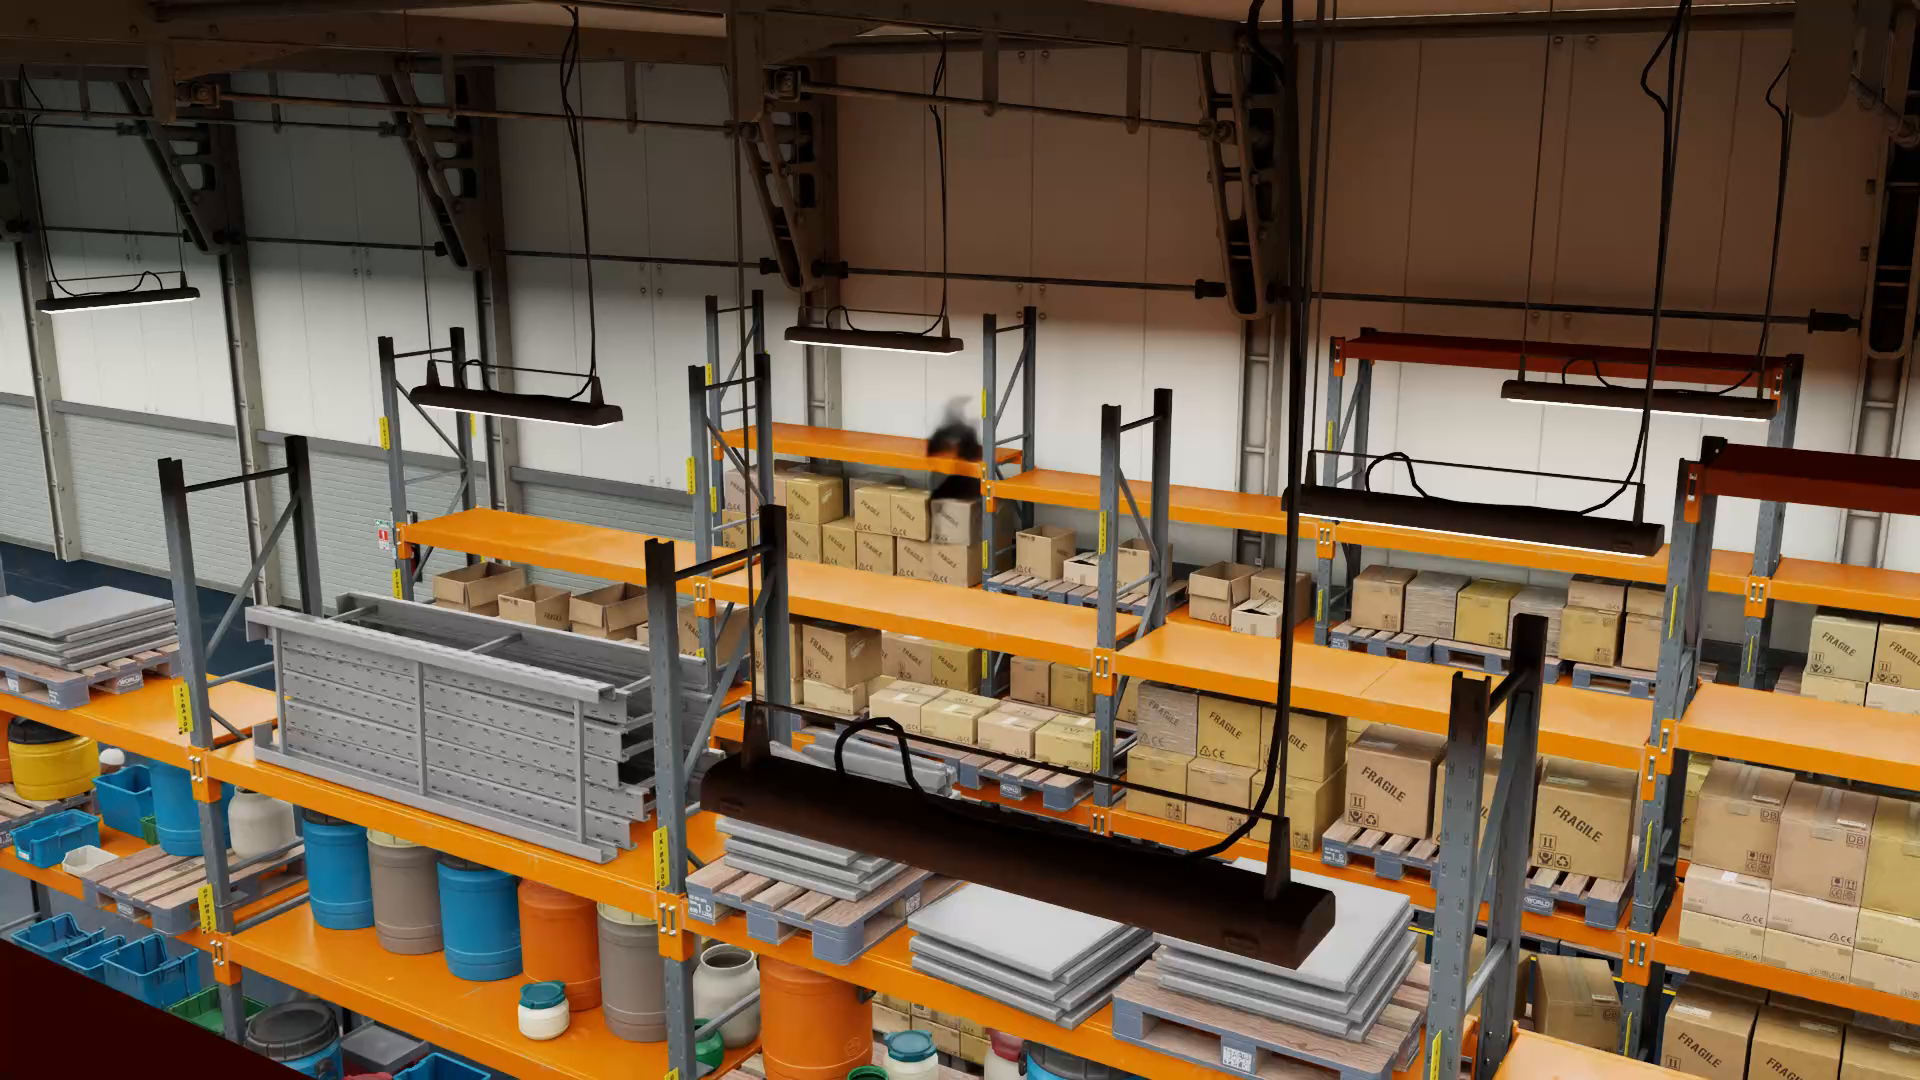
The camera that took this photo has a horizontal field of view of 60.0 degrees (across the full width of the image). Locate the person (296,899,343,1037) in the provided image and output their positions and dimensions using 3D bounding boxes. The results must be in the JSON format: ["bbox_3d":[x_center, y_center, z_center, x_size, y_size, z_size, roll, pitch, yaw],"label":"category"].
[{"bbox_3d":[-5.554,3.758,14.458,0.647,1.723,0.661,5,15,19],"label":"person"}]

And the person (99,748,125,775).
[{"bbox_3d":[-8.742,3.044,17.359,0.749,1.825,0.661,-8,16,-31],"label":"person"}]
